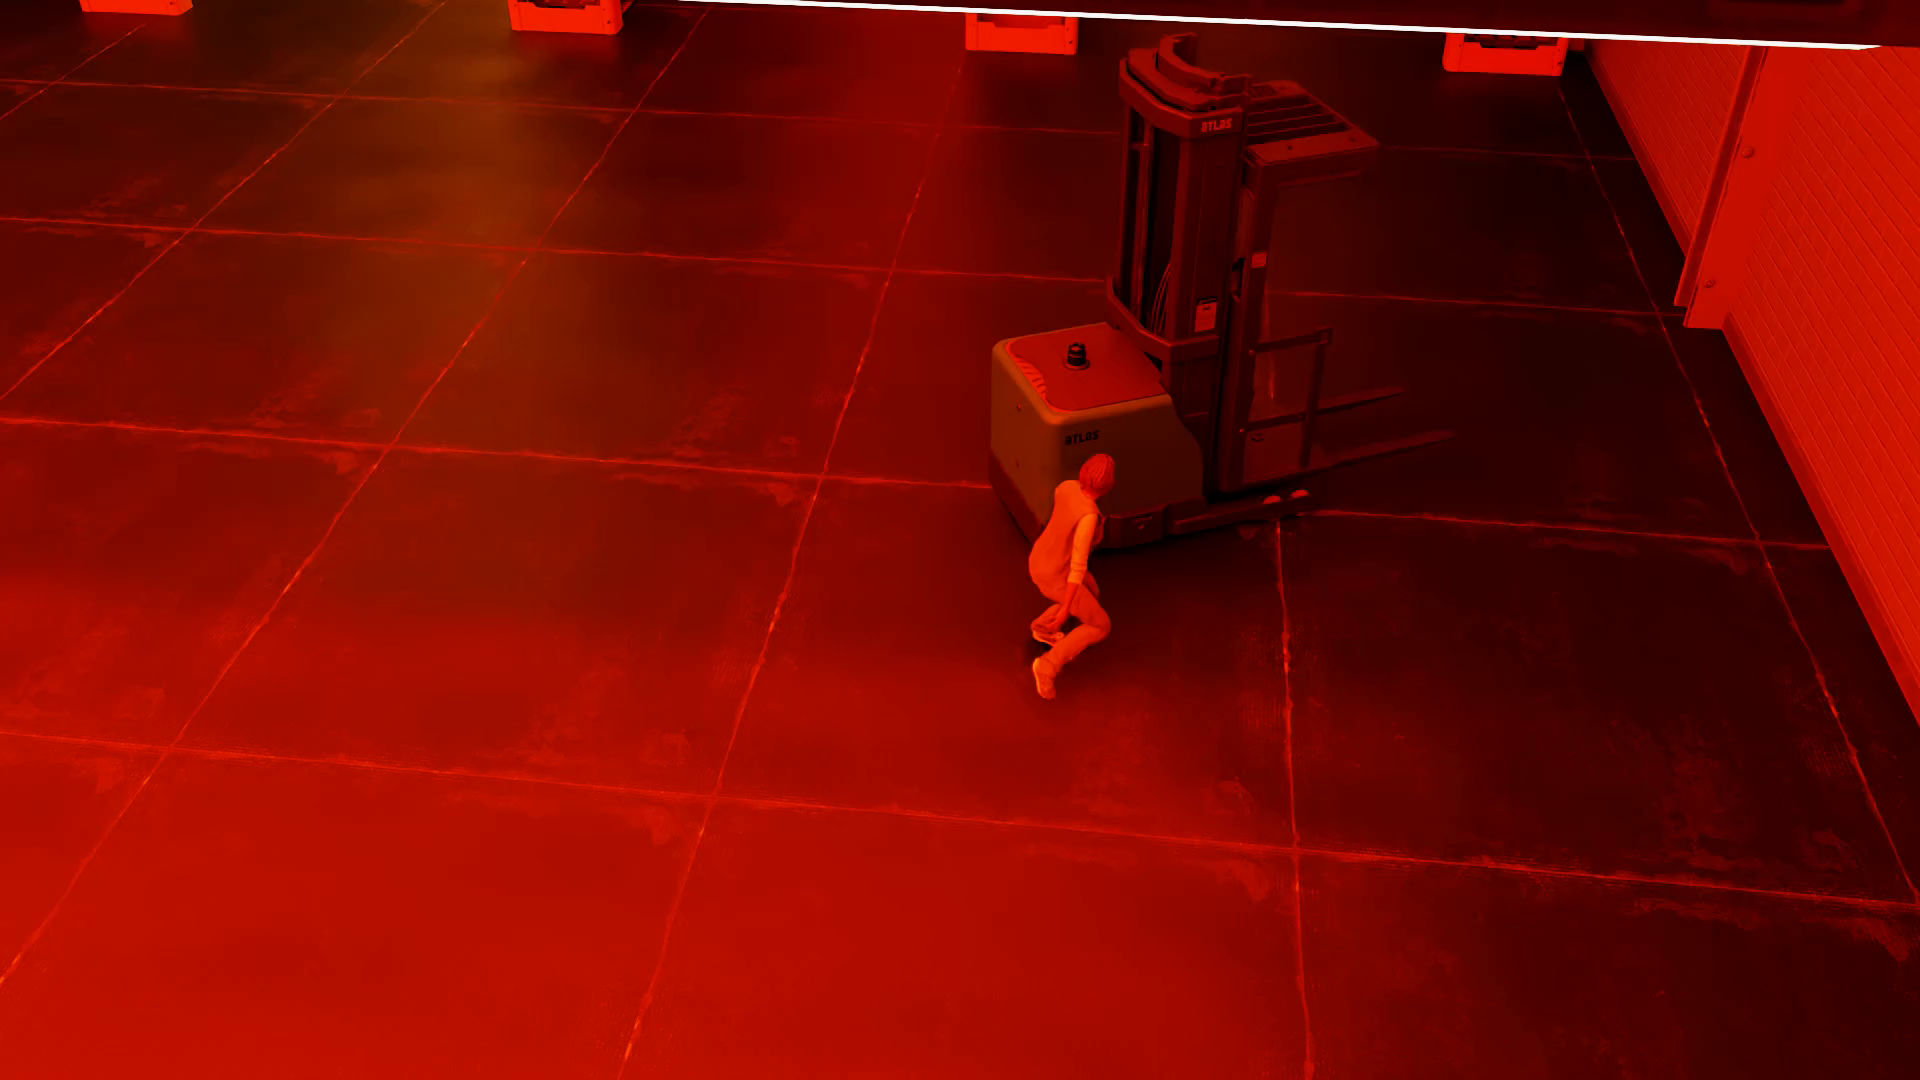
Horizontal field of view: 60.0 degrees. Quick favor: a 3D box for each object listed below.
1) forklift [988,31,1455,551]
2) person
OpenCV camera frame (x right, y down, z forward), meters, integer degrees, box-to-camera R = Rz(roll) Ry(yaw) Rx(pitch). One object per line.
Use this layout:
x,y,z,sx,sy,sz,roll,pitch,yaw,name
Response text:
1.759,-1.582,10.176,3.031,2.935,1.130,-12,38,-16,forklift
0.607,0.200,9.068,0.459,1.457,0.851,-1,36,-2,person
